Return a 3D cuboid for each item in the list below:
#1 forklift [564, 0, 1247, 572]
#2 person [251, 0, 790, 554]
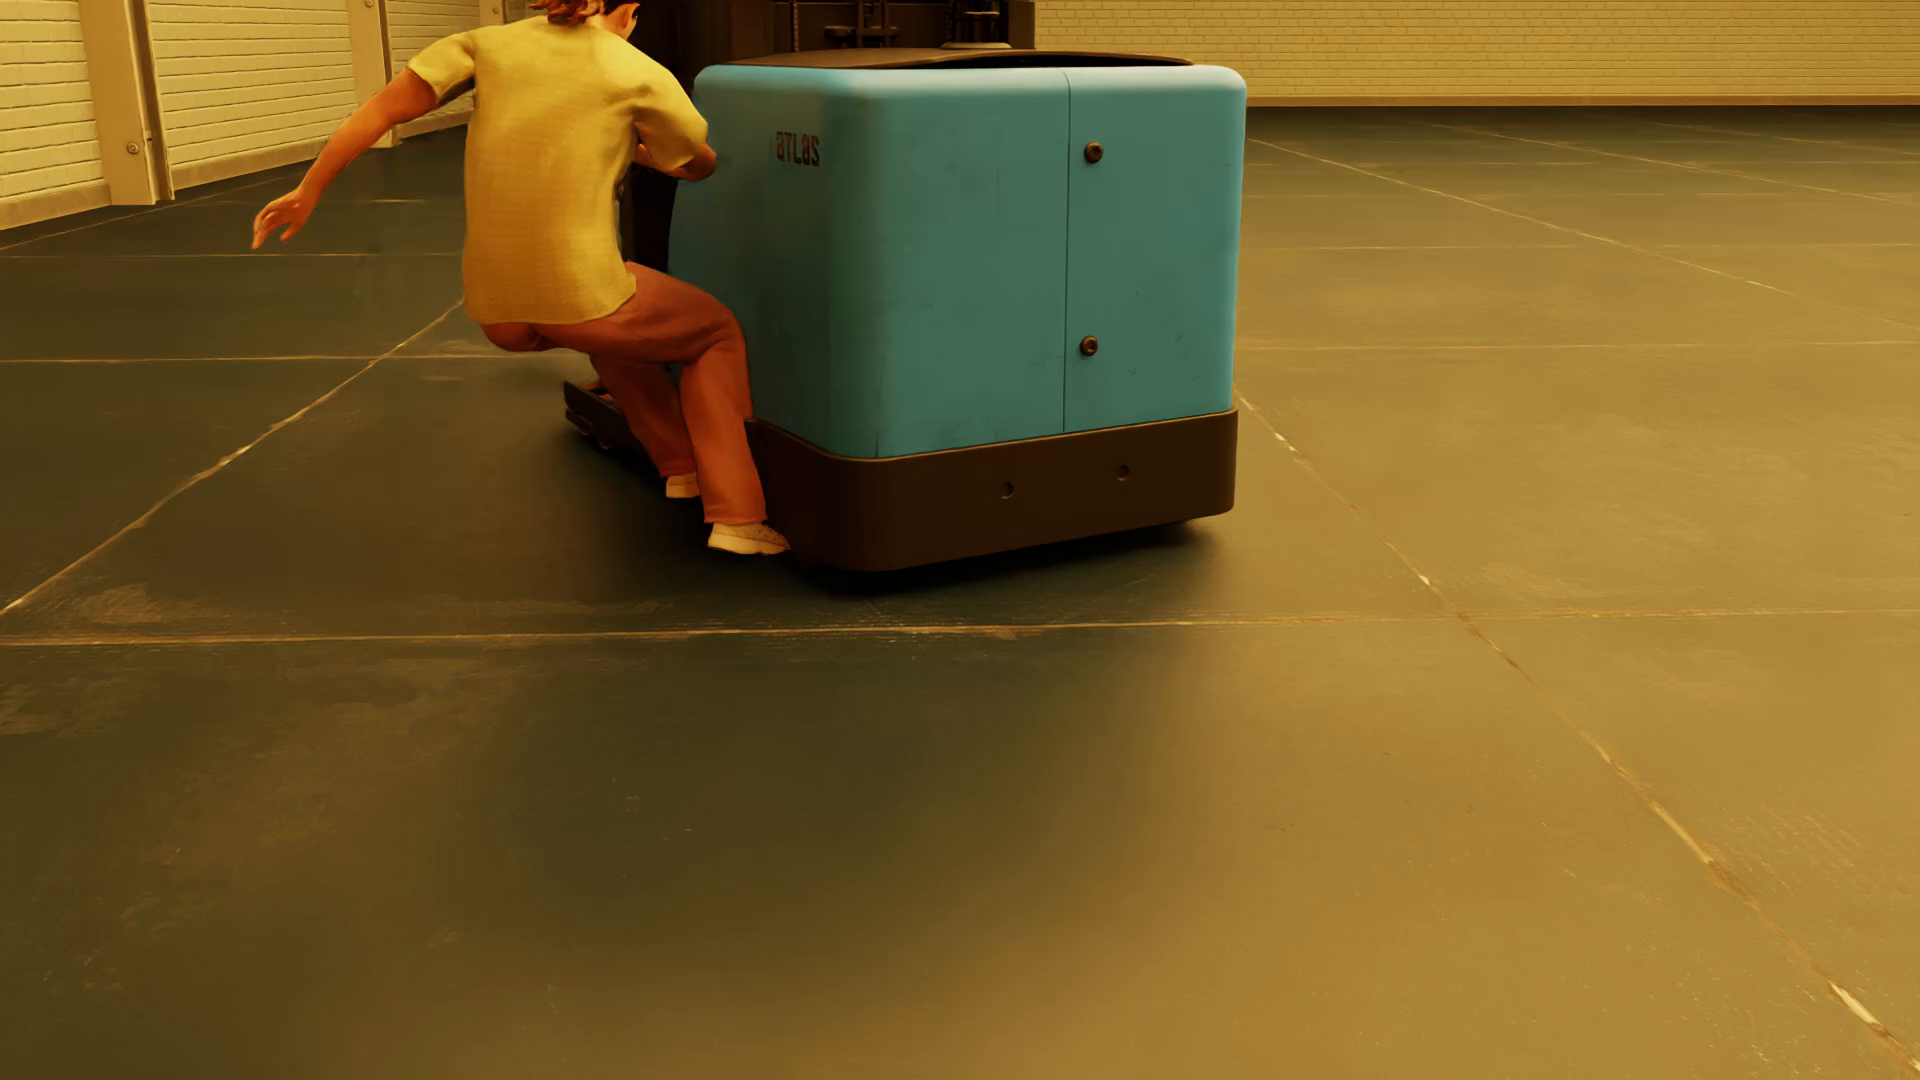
[{"bbox_3d":[-0.514,-1.715,4.515,1.130,2.935,3.031,-9,19,-28],"label":"forklift"},{"bbox_3d":[-0.865,-0.610,3.686,0.976,1.399,0.915,4,17,12],"label":"person"}]
